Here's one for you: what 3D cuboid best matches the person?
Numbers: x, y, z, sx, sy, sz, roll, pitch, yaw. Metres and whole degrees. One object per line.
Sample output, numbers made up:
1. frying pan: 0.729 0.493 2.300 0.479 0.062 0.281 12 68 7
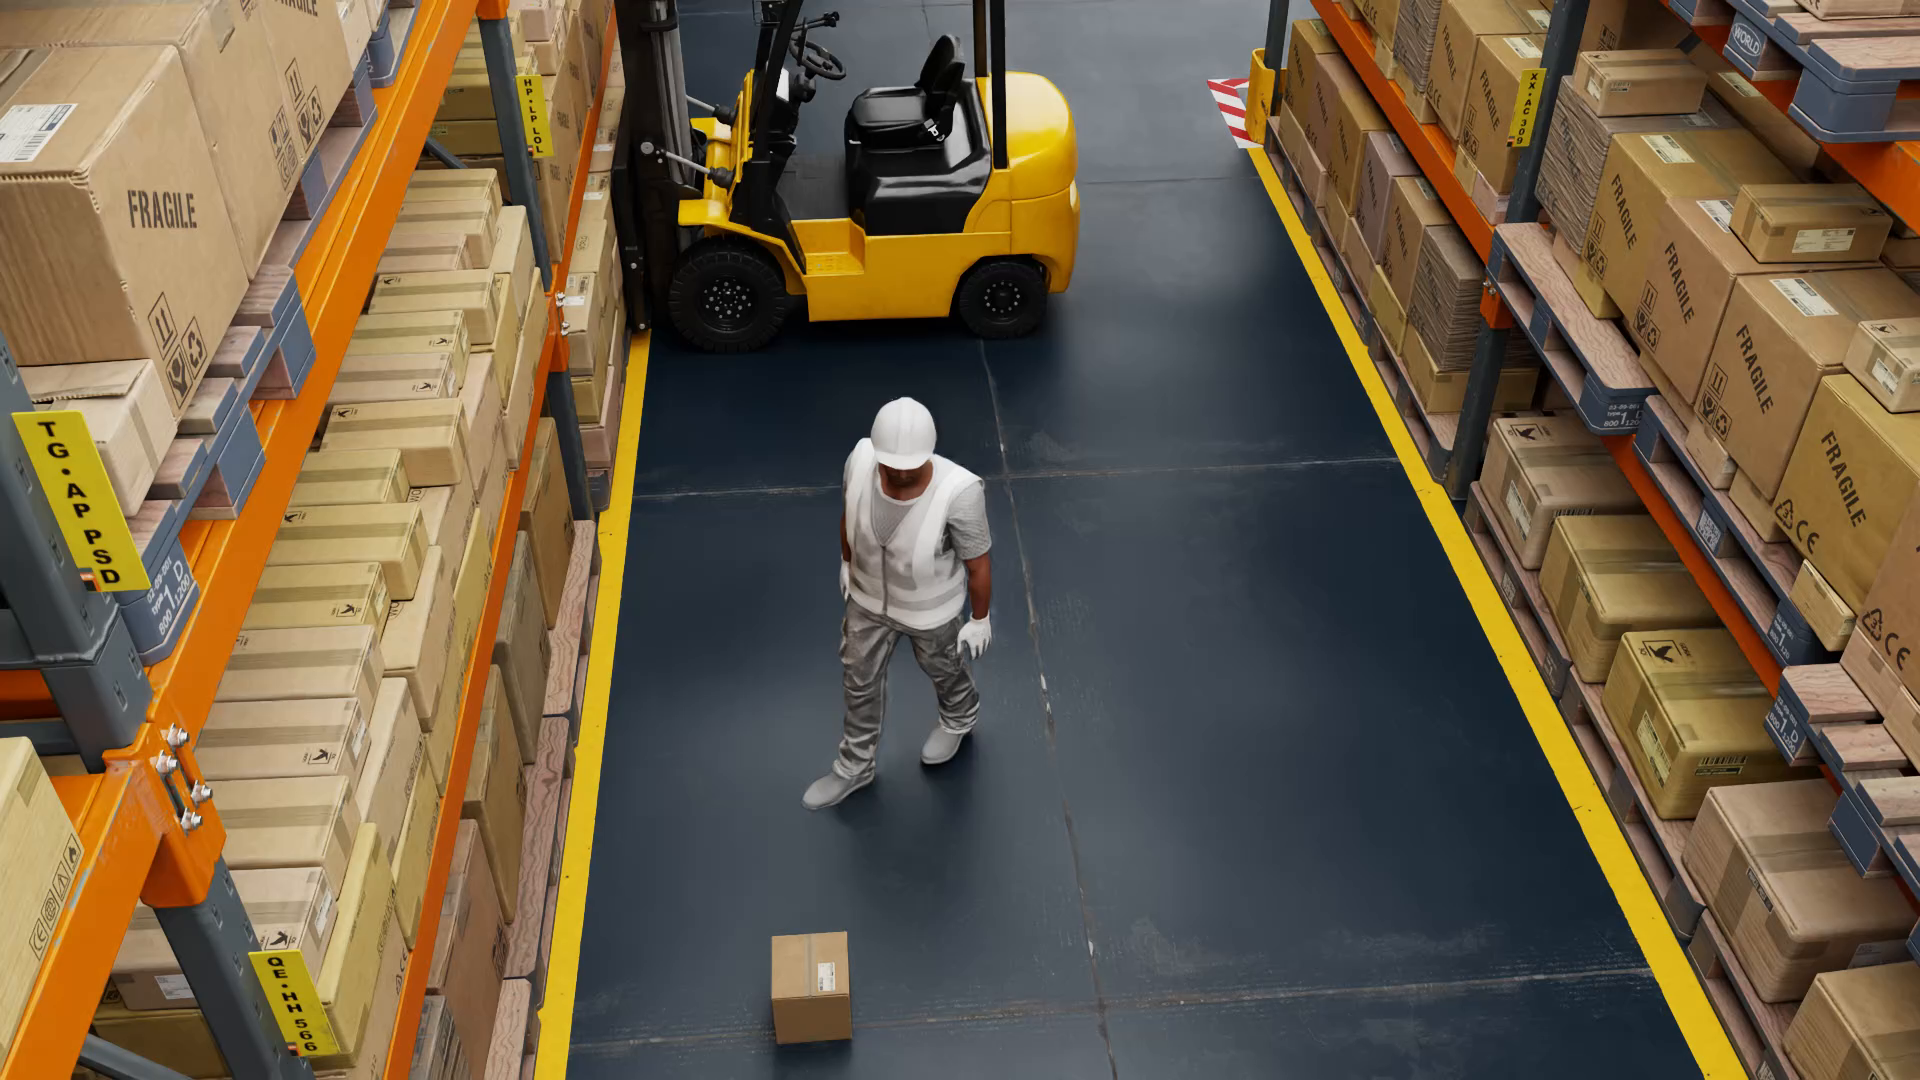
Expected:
1. person: -0.183 0.218 5.878 0.638 1.797 0.670 17 42 20
